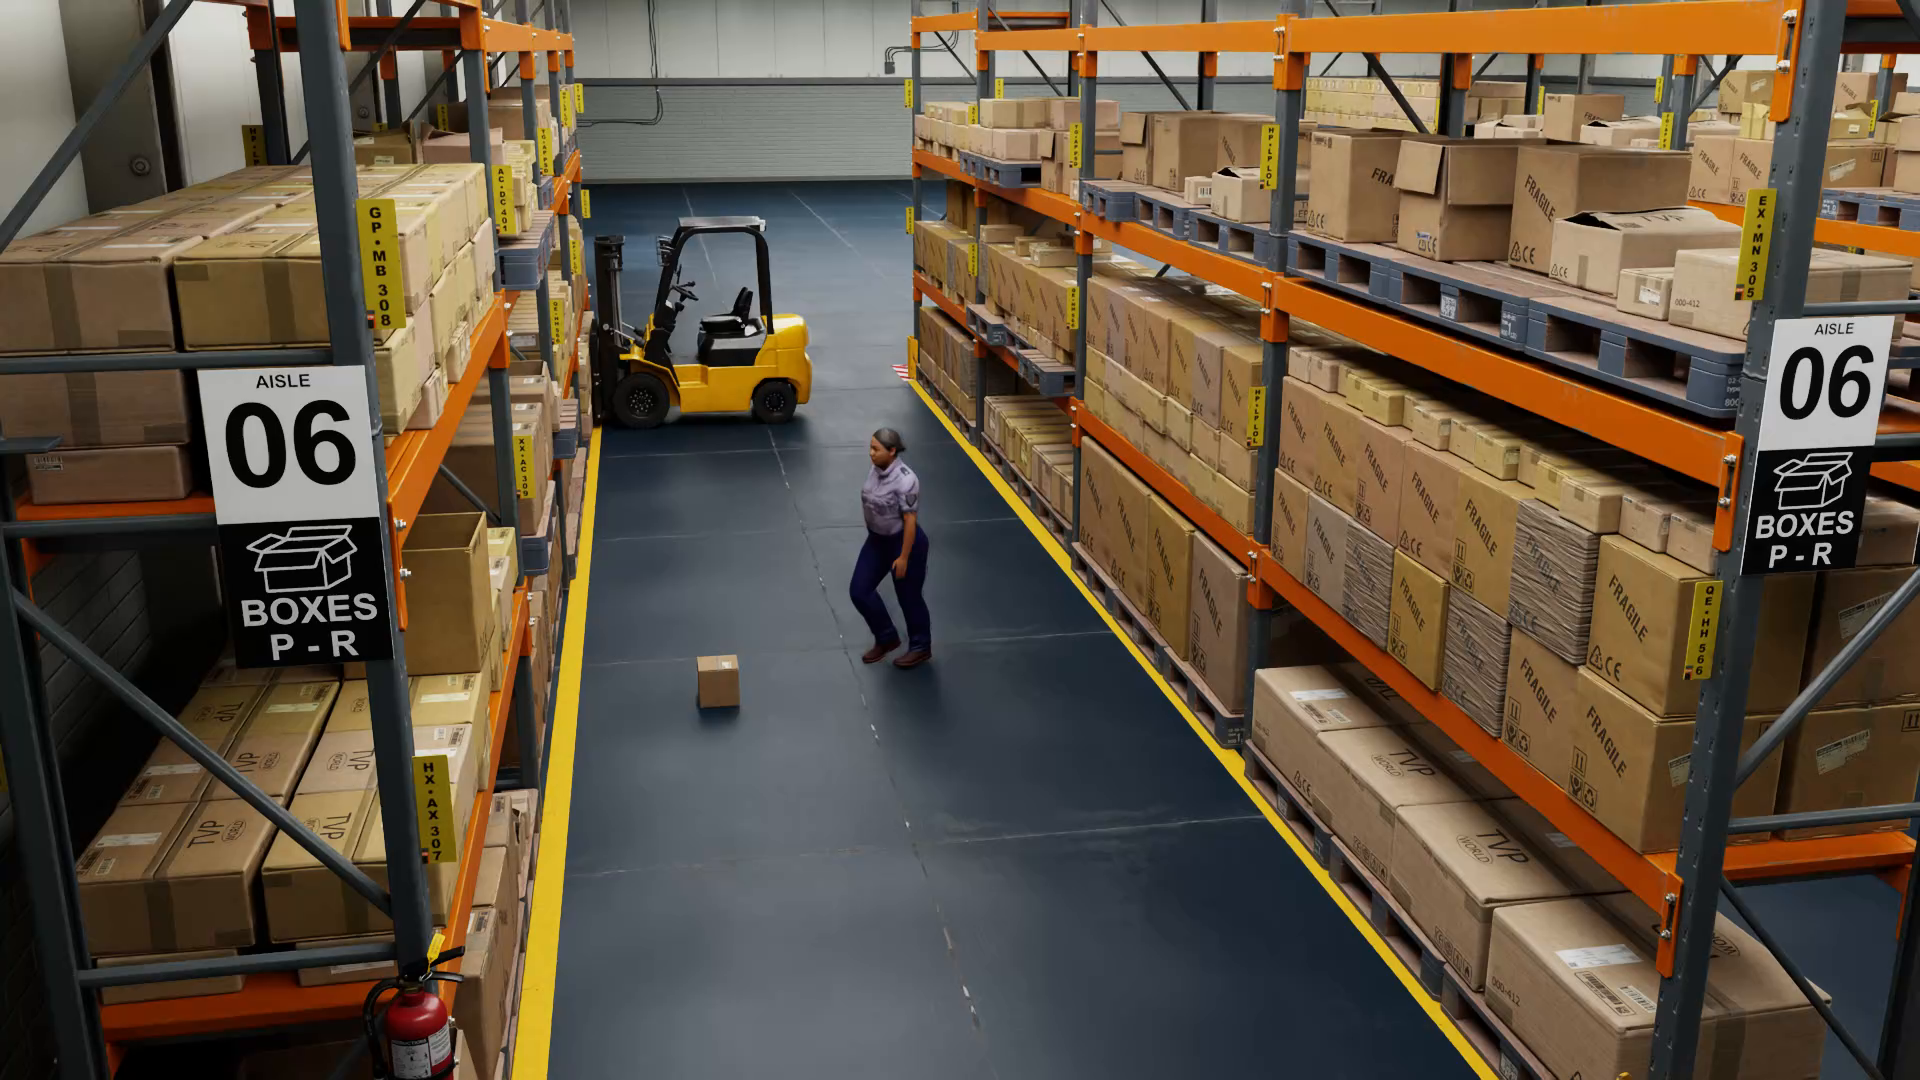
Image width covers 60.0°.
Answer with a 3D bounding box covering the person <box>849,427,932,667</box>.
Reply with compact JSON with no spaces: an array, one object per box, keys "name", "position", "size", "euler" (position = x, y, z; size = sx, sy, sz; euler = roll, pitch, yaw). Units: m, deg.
[{"name":"person","position":[-0.412,0.050,10.842],"size":[0.506,1.636,0.491],"euler":[-14,22,-40]}]
